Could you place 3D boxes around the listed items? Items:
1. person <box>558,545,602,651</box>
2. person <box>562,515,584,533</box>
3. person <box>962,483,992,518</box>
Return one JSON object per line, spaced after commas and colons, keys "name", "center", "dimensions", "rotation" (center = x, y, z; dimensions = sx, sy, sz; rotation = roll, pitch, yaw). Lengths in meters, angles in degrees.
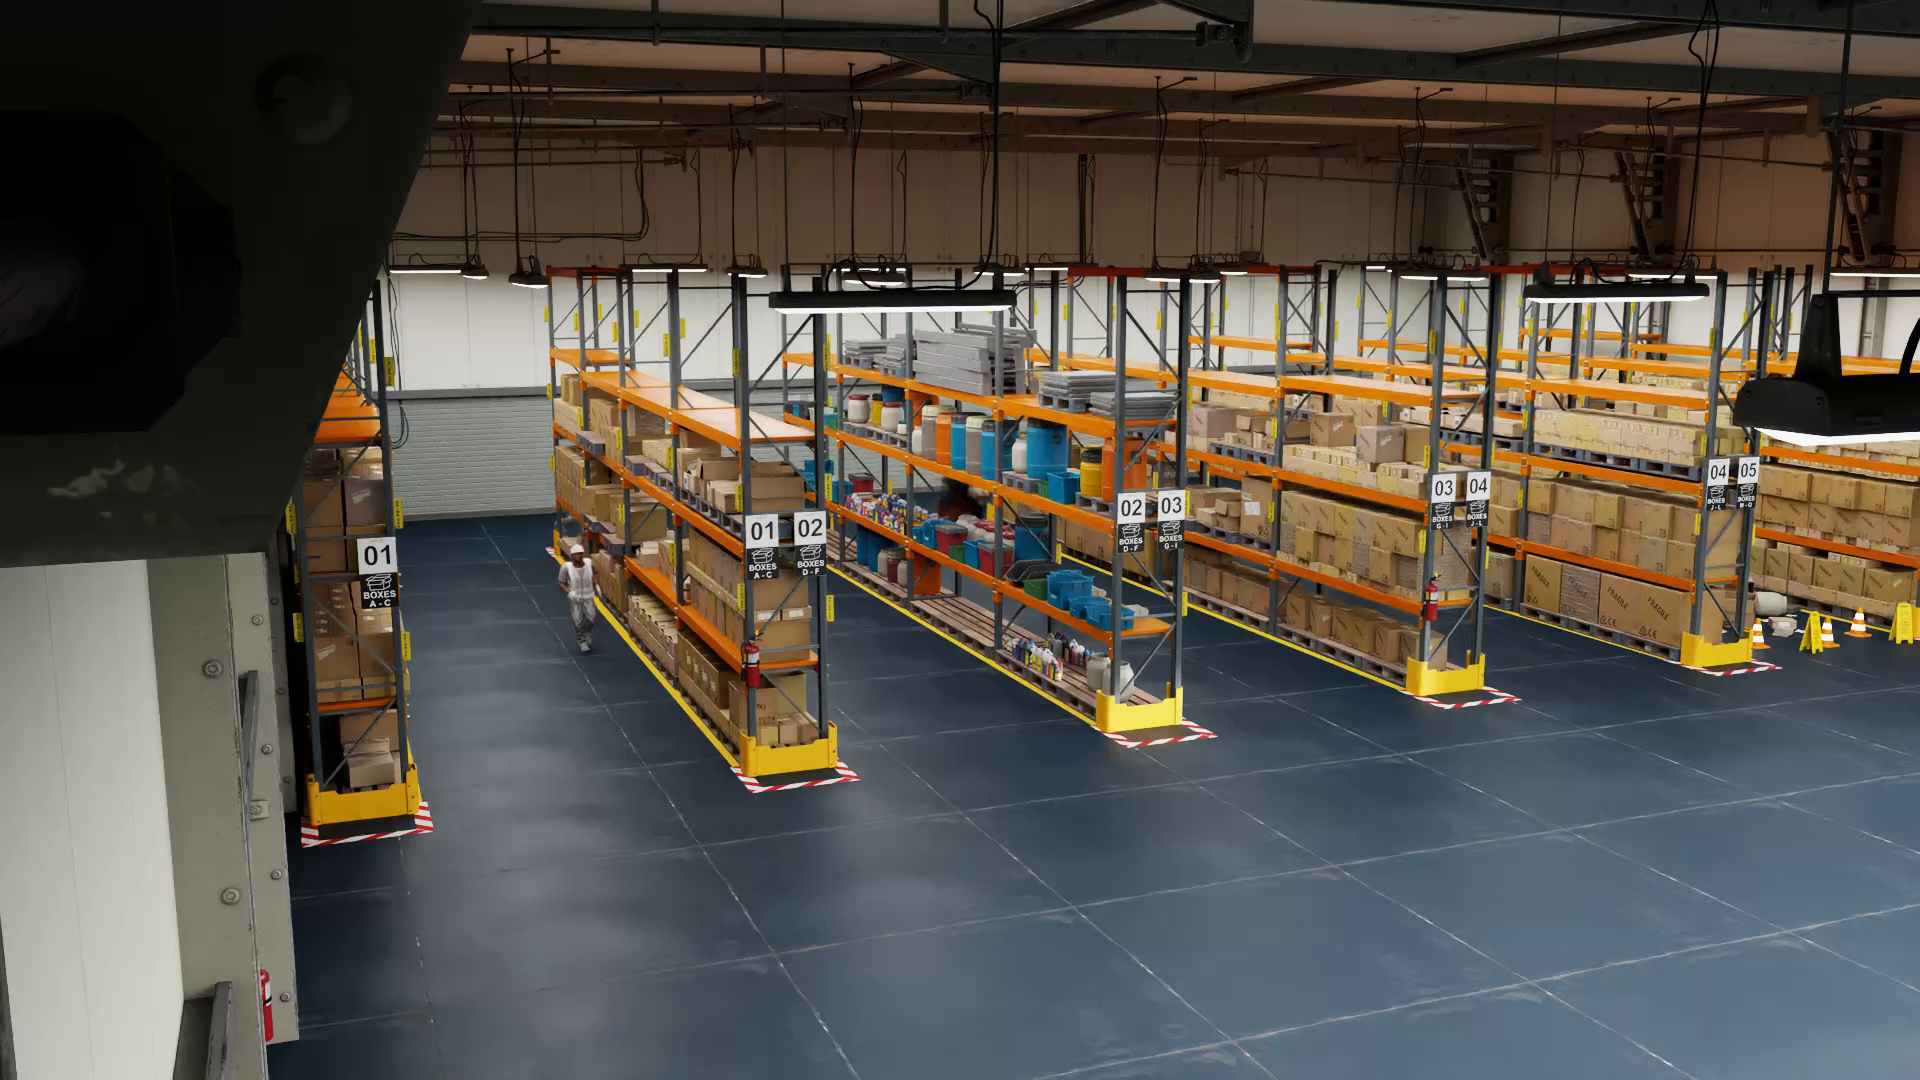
{"name": "person", "center": [-6.024, 0.917, 26.380], "dimensions": [0.684, 1.736, 0.576], "rotation": [-4, 11, -22]}
{"name": "person", "center": [-8.508, -0.880, 36.855], "dimensions": [0.866, 1.709, 0.648], "rotation": [4, 11, 20]}
{"name": "person", "center": [0.301, -0.780, 36.401], "dimensions": [0.827, 1.701, 0.670], "rotation": [1, 10, 6]}
